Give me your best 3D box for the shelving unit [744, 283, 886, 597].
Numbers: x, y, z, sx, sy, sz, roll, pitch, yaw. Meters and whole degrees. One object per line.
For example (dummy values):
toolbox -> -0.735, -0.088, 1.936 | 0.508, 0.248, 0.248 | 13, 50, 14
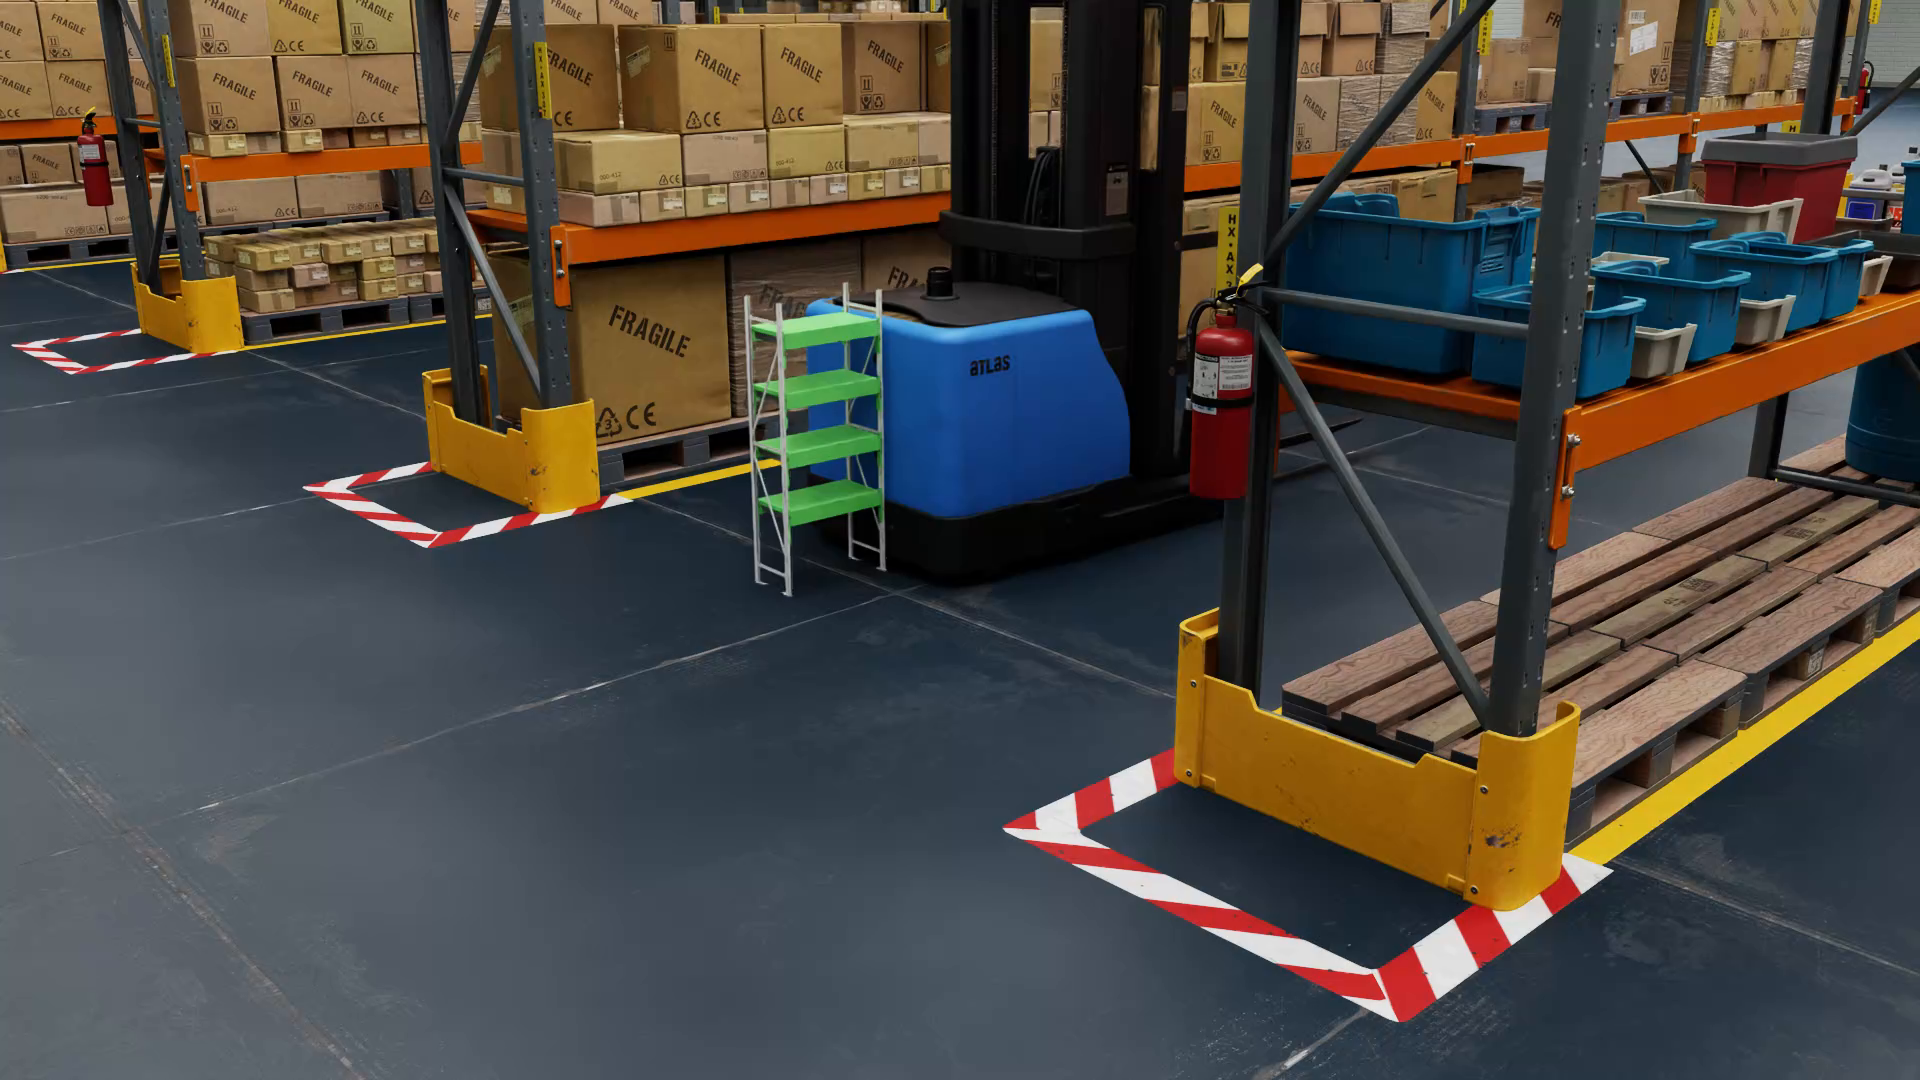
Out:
shelving unit -> -0.585, -0.416, 6.822 | 0.503, 1.200, 0.258 | -15, 23, -38

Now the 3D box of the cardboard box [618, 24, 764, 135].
cardboard box -> -1.329, -2.288, 8.222 | 0.500, 0.500, 0.500 | -17, 25, -42

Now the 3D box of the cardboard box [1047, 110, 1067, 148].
cardboard box -> 0.540, -2.479, 10.028 | 0.500, 0.250, 0.500 | -17, 24, -42

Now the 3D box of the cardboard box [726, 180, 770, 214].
cardboard box -> -1.182, -1.760, 8.456 | 0.250, 0.149, 0.380 | -17, 24, -42

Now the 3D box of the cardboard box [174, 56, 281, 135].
cardboard box -> -5.044, -3.069, 11.442 | 0.500, 0.500, 0.500 | -15, 23, -38

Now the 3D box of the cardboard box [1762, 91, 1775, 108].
cardboard box -> 7.937, -4.436, 16.710 | 0.250, 0.149, 0.380 | -16, 24, -41

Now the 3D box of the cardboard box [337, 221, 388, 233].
cardboard box -> -4.638, -2.376, 12.926 | 0.250, 0.149, 0.380 | -15, 23, -39

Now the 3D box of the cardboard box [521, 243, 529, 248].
cardboard box -> -3.457, -2.331, 13.269 | 0.250, 0.149, 0.380 | -16, 24, -40

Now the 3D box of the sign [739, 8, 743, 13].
sign -> -3.349, -7.982, 25.492 | 0.005, 0.325, 0.100 | -16, 24, -41

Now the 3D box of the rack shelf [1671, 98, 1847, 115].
rack shelf -> 7.946, -4.431, 17.137 | 3.809, 0.124, 0.919 | -16, 24, -41

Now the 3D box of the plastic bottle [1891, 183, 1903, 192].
plastic bottle -> 4.352, -1.558, 7.748 | 0.097, 0.201, 0.097 | 0, 18, 0

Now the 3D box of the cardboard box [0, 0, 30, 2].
cardboard box -> -8.445, -4.851, 14.747 | 0.250, 0.149, 0.380 | -16, 24, -40

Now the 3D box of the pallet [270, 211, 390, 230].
pallet -> -6.735, -3.312, 17.357 | 1.213, 0.211, 1.003 | -16, 24, -41

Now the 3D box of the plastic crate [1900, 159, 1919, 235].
plastic crate -> 3.978, -1.297, 6.549 | 0.575, 0.384, 0.392 | -16, 24, -41

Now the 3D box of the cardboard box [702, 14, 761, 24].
cardboard box -> -2.736, -6.062, 19.992 | 0.500, 0.500, 0.500 | 17, 25, 42

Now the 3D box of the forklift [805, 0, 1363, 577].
forklift -> 0.759, -1.597, 7.657 | 3.031, 2.935, 1.130 | -15, 23, -38

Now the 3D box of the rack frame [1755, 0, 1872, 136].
rack frame -> 9.400, -5.104, 18.363 | 0.127, 3.000, 1.000 | -16, 24, -41

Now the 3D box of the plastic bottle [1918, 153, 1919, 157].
plastic bottle -> 4.661, -1.735, 8.052 | 0.185, 0.351, 0.144 | -16, 24, -41

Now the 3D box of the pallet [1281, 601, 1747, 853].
pallet -> 1.803, 0.557, 5.425 | 1.213, 0.211, 1.003 | -16, 24, -41

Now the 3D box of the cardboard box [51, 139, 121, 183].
cardboard box -> -10.536, -4.557, 20.049 | 0.700, 0.500, 0.500 | 17, 24, 42

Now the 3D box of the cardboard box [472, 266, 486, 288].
cardboard box -> -3.845, -2.060, 12.917 | 0.250, 0.149, 0.380 | -16, 24, -41

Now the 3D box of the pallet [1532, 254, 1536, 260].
pallet -> 5.042, -2.505, 14.868 | 1.213, 0.211, 1.003 | -16, 24, -41

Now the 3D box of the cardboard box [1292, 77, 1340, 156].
cardboard box -> 2.287, -2.973, 11.630 | 0.500, 0.500, 0.500 | -16, 24, -40

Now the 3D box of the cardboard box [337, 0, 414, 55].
cardboard box -> -4.296, -3.760, 11.954 | 0.500, 0.500, 0.500 | -17, 25, -42

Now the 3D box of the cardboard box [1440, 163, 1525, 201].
cardboard box -> 4.431, -3.049, 14.149 | 0.500, 0.250, 0.500 | -13, 22, -35

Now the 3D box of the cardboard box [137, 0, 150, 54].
cardboard box -> -5.399, -3.664, 11.656 | 0.500, 0.500, 0.500 | -17, 24, -42

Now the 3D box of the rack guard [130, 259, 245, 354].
rack guard -> -5.505, -1.673, 11.836 | 0.348, 0.500, 1.175 | -16, 24, -41

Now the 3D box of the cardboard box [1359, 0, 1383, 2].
cardboard box -> 4.637, -6.385, 20.320 | 0.500, 0.550, 0.875 | -16, 24, -41

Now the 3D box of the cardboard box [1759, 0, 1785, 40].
cardboard box -> 7.721, -5.171, 16.306 | 0.500, 0.500, 0.500 | -16, 24, -41

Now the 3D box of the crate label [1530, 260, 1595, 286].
crate label -> 2.051, -0.843, 5.551 | 0.243, 0.136, 0.396 | -16, 24, -41

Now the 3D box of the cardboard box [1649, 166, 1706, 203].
cardboard box -> 7.222, -3.466, 16.683 | 0.500, 0.500, 0.500 | -8, 20, -24

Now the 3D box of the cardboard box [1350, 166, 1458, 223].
cardboard box -> 3.071, -2.456, 12.961 | 1.225, 0.875, 0.875 | 17, 24, 41

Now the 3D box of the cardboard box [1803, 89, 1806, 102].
cardboard box -> 8.814, -4.711, 17.558 | 0.250, 0.149, 0.380 | -16, 24, -41

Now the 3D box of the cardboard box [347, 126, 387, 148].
cardboard box -> -4.403, -2.968, 12.183 | 0.250, 0.149, 0.380 | -17, 24, -41

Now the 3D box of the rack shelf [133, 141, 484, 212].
rack shelf -> -4.107, -2.928, 12.819 | 4.000, 0.370, 1.077 | -16, 24, -41

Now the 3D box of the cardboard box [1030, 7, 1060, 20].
cardboard box -> 0.585, -5.158, 16.746 | 0.500, 0.500, 0.700 | -16, 24, -41

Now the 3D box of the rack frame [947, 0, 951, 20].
rack frame -> 0.252, -4.542, 16.629 | 0.127, 3.000, 1.000 | -16, 24, -41

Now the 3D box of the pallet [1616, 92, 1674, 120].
pallet -> 5.838, -4.036, 15.379 | 1.213, 0.211, 1.003 | -16, 24, -41

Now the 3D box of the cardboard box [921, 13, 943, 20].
cardboard box -> -0.493, -6.717, 22.012 | 0.500, 0.500, 0.500 | -17, 24, -42

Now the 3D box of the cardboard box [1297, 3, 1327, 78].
cardboard box -> 2.086, -3.501, 11.631 | 0.637, 0.503, 0.797 | -15, 23, -39

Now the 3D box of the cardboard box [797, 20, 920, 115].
cardboard box -> -0.581, -2.730, 9.586 | 0.500, 0.500, 0.500 | 17, 25, 42

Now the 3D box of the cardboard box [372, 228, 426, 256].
cardboard box -> -4.226, -2.246, 12.525 | 0.250, 0.149, 0.380 | -15, 23, -39

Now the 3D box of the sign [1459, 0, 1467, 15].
sign -> 6.428, -6.776, 21.258 | 0.005, 0.325, 0.100 | -16, 24, -41

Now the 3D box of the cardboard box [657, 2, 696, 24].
cardboard box -> -3.418, -5.985, 19.296 | 0.500, 0.500, 0.500 | -17, 25, -42

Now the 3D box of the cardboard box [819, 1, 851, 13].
cardboard box -> -1.619, -6.901, 21.528 | 0.250, 0.149, 0.380 | -15, 23, -38

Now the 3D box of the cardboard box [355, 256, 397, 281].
cardboard box -> -4.388, -2.032, 12.348 | 0.250, 0.149, 0.380 | -15, 23, -39

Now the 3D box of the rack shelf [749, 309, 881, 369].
rack shelf -> -0.585, -0.812, 6.694 | 0.480, 0.148, 0.258 | -15, 23, -38

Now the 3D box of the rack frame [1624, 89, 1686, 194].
rack frame -> 6.491, -4.257, 15.751 | 0.053, 2.616, 0.949 | -16, 24, -41

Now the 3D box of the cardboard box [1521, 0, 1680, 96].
cardboard box -> 5.820, -4.604, 15.169 | 1.000, 1.000, 1.000 | -16, 24, -40

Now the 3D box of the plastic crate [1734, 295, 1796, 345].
plastic crate -> 2.365, -0.678, 5.044 | 0.298, 0.136, 0.250 | -16, 24, -41

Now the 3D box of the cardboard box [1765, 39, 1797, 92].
cardboard box -> 7.936, -4.850, 16.936 | 0.500, 0.500, 0.875 | -16, 24, -41
